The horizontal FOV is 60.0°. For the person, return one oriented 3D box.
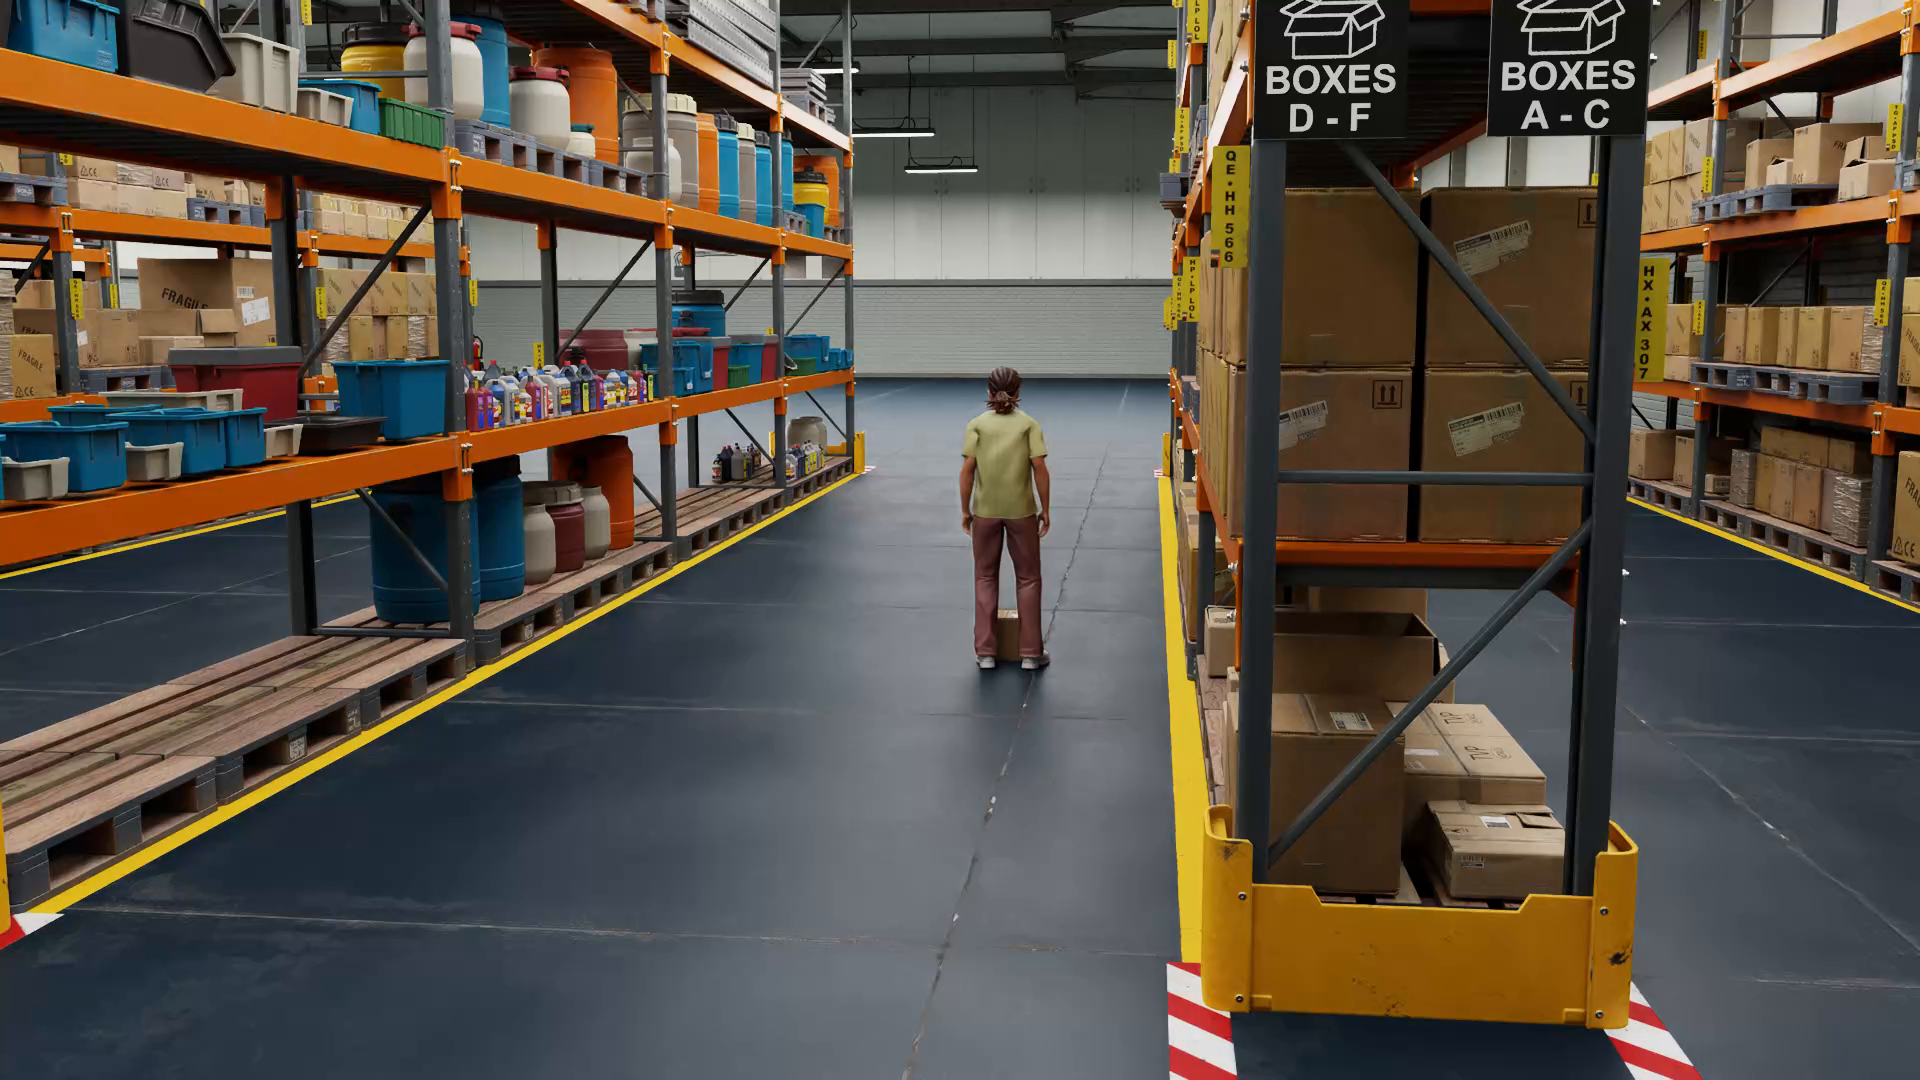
[{"bbox_3d":[0.252,-0.124,9.222,0.499,1.673,0.357,1,8,8],"label":"person"}]
